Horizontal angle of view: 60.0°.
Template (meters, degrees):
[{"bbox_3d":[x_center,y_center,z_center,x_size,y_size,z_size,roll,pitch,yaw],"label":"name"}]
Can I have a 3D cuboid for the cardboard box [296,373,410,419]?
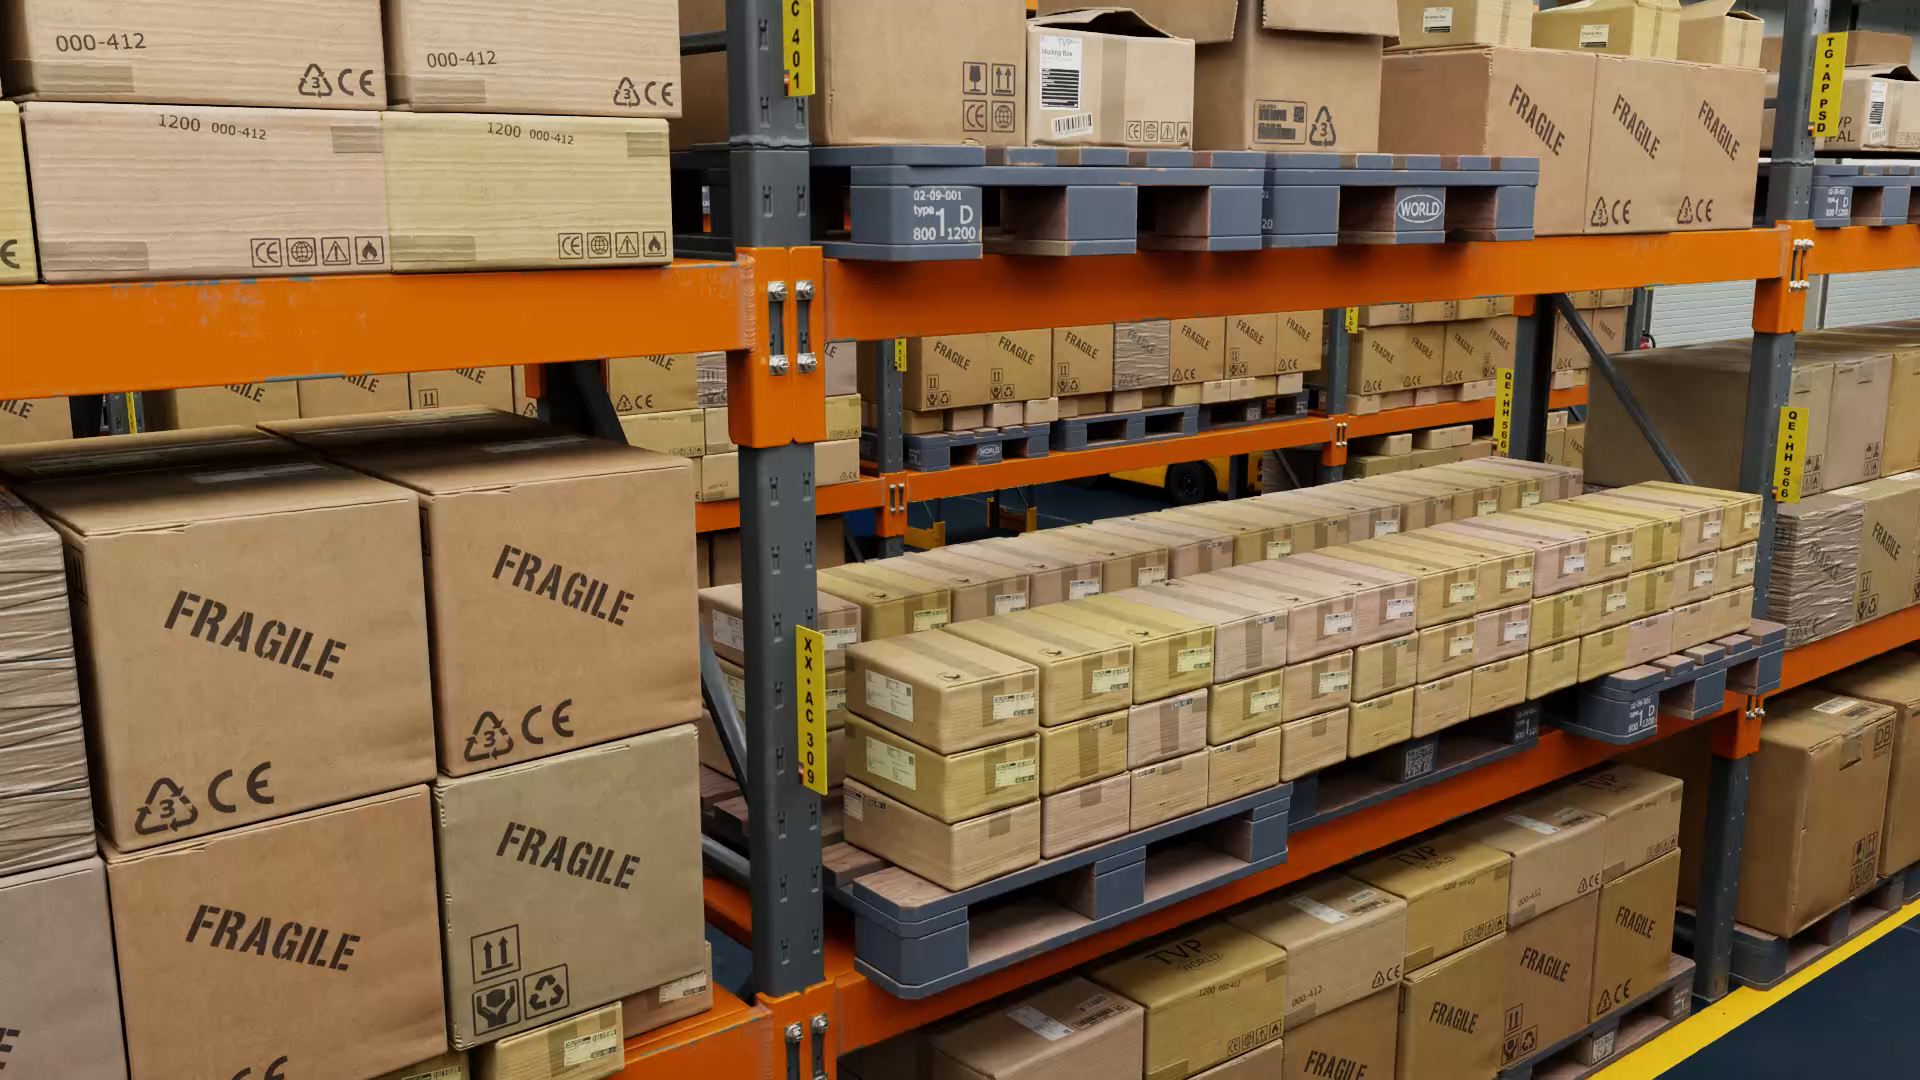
[{"bbox_3d":[-2.906,-0.739,7.742,0.500,0.500,0.500,-10,15,-38],"label":"cardboard box"}]

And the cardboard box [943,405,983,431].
[{"bbox_3d":[-0.074,-0.765,10.105,0.250,0.149,0.380,-11,16,-41],"label":"cardboard box"}]

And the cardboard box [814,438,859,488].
[{"bbox_3d":[-0.918,-0.458,9.427,0.500,0.250,0.500,-10,16,-40],"label":"cardboard box"}]

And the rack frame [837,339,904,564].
[{"bbox_3d":[-0.686,-0.640,9.919,0.127,3.000,1.000,-9,15,-38],"label":"rack frame"}]

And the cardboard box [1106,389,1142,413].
[{"bbox_3d":[0.977,-0.936,10.909,0.250,0.149,0.380,-9,15,-36],"label":"cardboard box"}]

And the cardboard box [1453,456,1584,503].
[{"bbox_3d":[2.000,-0.194,5.983,0.250,0.149,0.380,-9,15,-38],"label":"cardboard box"}]

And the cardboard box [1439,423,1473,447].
[{"bbox_3d":[3.811,-0.845,13.127,0.250,0.149,0.380,-8,15,-34],"label":"cardboard box"}]

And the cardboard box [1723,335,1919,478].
[{"bbox_3d":[3.636,-0.577,6.977,0.500,0.500,0.700,-10,15,-39],"label":"cardboard box"}]

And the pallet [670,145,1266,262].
[{"bbox_3d":[-0.089,-0.769,3.759,1.003,0.211,1.213,-9,15,-38],"label":"pallet"}]

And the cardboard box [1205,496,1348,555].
[{"bbox_3d":[0.979,-0.024,5.181,0.250,0.149,0.380,-9,15,-36],"label":"cardboard box"}]

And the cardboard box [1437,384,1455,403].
[{"bbox_3d":[3.641,-1.171,13.028,0.250,0.149,0.380,-10,15,-38],"label":"cardboard box"}]

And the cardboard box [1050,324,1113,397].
[{"bbox_3d":[0.623,-1.199,10.586,0.500,0.500,0.500,-9,15,-37],"label":"cardboard box"}]

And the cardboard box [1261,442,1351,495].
[{"bbox_3d":[2.732,-0.506,13.094,0.500,0.500,0.500,-10,15,-38],"label":"cardboard box"}]

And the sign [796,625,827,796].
[{"bbox_3d":[-0.293,0.333,3.256,0.005,0.325,0.100,-9,15,-38],"label":"sign"}]

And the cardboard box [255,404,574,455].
[{"bbox_3d":[-1.142,0.005,3.521,0.500,0.500,0.500,-9,15,-36],"label":"cardboard box"}]

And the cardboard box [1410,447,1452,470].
[{"bbox_3d":[3.478,-0.490,13.018,0.500,0.500,0.500,-9,15,-35],"label":"cardboard box"}]

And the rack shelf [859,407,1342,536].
[{"bbox_3d":[0.876,-0.547,11.216,4.000,0.370,1.077,-9,15,-38],"label":"rack shelf"}]

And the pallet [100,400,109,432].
[{"bbox_3d":[-6.221,-0.917,11.689,1.213,0.211,1.003,-9,15,-38],"label":"pallet"}]

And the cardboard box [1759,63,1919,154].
[{"bbox_3d":[3.188,-1.586,6.118,0.500,0.311,0.500,-9,15,-38],"label":"cardboard box"}]

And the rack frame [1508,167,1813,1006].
[{"bbox_3d":[2.486,0.150,6.200,0.127,3.000,1.000,-9,15,-38],"label":"rack frame"}]

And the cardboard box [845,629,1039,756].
[{"bbox_3d":[-0.043,0.319,3.565,0.250,0.149,0.380,-8,15,-35],"label":"cardboard box"}]

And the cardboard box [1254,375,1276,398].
[{"bbox_3d":[1.992,-1.098,11.673,0.250,0.149,0.380,-10,16,-39],"label":"cardboard box"}]

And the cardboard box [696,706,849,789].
[{"bbox_3d":[-0.451,0.503,4.132,0.250,0.149,0.380,-10,15,-39],"label":"cardboard box"}]

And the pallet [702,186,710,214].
[{"bbox_3d":[-2.027,-1.777,8.507,1.213,0.211,1.003,-9,15,-35],"label":"pallet"}]

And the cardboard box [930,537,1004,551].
[{"bbox_3d":[0.333,0.272,10.943,0.625,0.372,0.950,-10,15,-39],"label":"cardboard box"}]

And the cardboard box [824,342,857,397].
[{"bbox_3d":[-0.926,-1.068,9.289,0.500,0.500,0.500,-10,16,-39],"label":"cardboard box"}]

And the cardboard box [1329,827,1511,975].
[{"bbox_3d":[1.321,1.063,5.104,0.500,0.250,0.500,-9,15,-36],"label":"cardboard box"}]

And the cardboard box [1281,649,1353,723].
[{"bbox_3d":[0.771,0.328,4.240,0.250,0.149,0.380,-9,15,-35],"label":"cardboard box"}]

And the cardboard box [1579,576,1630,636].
[{"bbox_3d":[1.778,0.162,5.022,0.250,0.149,0.380,-9,15,-38],"label":"cardboard box"}]

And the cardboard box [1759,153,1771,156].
[{"bbox_3d":[3.114,-1.712,6.711,0.500,0.311,0.500,-9,15,-38],"label":"cardboard box"}]

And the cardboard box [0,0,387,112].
[{"bbox_3d":[-1.253,-0.802,2.622,0.500,0.250,0.500,-10,16,-40],"label":"cardboard box"}]

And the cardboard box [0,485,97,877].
[{"bbox_3d":[-1.645,0.223,2.494,0.500,0.500,0.500,-9,15,-36],"label":"cardboard box"}]

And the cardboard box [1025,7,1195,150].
[{"bbox_3d":[0.181,-1.040,3.787,0.500,0.311,0.500,-10,15,-38],"label":"cardboard box"}]

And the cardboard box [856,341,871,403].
[{"bbox_3d":[-0.504,-1.143,10.324,0.500,0.500,0.500,-10,16,-39],"label":"cardboard box"}]

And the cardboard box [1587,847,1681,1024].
[{"bbox_3d":[2.135,1.295,5.814,0.500,0.500,0.500,-10,15,-38],"label":"cardboard box"}]

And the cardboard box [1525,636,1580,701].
[{"bbox_3d":[1.586,0.339,4.906,0.250,0.149,0.380,-10,16,-40],"label":"cardboard box"}]

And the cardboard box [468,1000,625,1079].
[{"bbox_3d":[-0.848,0.918,3.187,0.250,0.149,0.380,-10,16,-39],"label":"cardboard box"}]

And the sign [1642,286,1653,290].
[{"bbox_3d":[5.892,-2.306,14.218,0.005,0.325,0.100,-9,15,-38],"label":"sign"}]

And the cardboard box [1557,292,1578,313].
[{"bbox_3d":[4.565,-2.112,13.490,0.500,0.500,0.700,-10,15,-38],"label":"cardboard box"}]

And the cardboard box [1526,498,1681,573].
[{"bbox_3d":[1.987,-0.019,5.159,0.250,0.149,0.380,-9,15,-36],"label":"cardboard box"}]

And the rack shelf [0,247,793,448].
[{"bbox_3d":[-2.199,-0.187,2.296,4.000,0.370,1.077,-9,15,-38],"label":"rack shelf"}]

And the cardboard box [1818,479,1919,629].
[{"bbox_3d":[3.400,0.020,6.570,0.500,0.500,0.500,-10,15,-38],"label":"cardboard box"}]

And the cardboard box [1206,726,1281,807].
[{"bbox_3d":[0.564,0.509,4.103,0.250,0.149,0.380,-9,15,-37],"label":"cardboard box"}]

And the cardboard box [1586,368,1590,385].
[{"bbox_3d":[5.274,-1.421,14.202,0.250,0.149,0.380,-10,15,-38],"label":"cardboard box"}]

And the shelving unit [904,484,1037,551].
[{"bbox_3d":[0.060,-0.744,14.020,1.083,1.500,0.587,-9,15,-38],"label":"shelving unit"}]

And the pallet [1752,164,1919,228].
[{"bbox_3d":[2.955,-1.317,6.342,1.003,0.211,1.213,-9,15,-35],"label":"pallet"}]

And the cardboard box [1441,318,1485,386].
[{"bbox_3d":[3.733,-1.497,12.999,0.500,0.500,0.500,-10,15,-38],"label":"cardboard box"}]

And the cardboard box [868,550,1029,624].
[{"bbox_3d":[-0.034,0.144,4.392,0.250,0.149,0.380,-10,16,-39],"label":"cardboard box"}]

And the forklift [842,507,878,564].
[{"bbox_3d":[-2.016,-1.088,12.195,3.031,2.935,1.130,-9,15,-37],"label":"forklift"}]

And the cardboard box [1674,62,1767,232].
[{"bbox_3d":[2.199,-1.251,5.335,0.500,0.500,0.500,-9,15,-38],"label":"cardboard box"}]

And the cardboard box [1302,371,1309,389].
[{"bbox_3d":[2.630,-1.451,12.783,0.500,0.500,0.500,-10,16,-39],"label":"cardboard box"}]

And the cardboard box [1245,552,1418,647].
[{"bbox_3d":[0.966,0.151,4.356,0.250,0.149,0.380,-9,15,-36],"label":"cardboard box"}]

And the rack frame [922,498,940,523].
[{"bbox_3d":[-0.330,-0.679,13.714,0.032,1.500,0.500,-9,15,-38],"label":"rack frame"}]
